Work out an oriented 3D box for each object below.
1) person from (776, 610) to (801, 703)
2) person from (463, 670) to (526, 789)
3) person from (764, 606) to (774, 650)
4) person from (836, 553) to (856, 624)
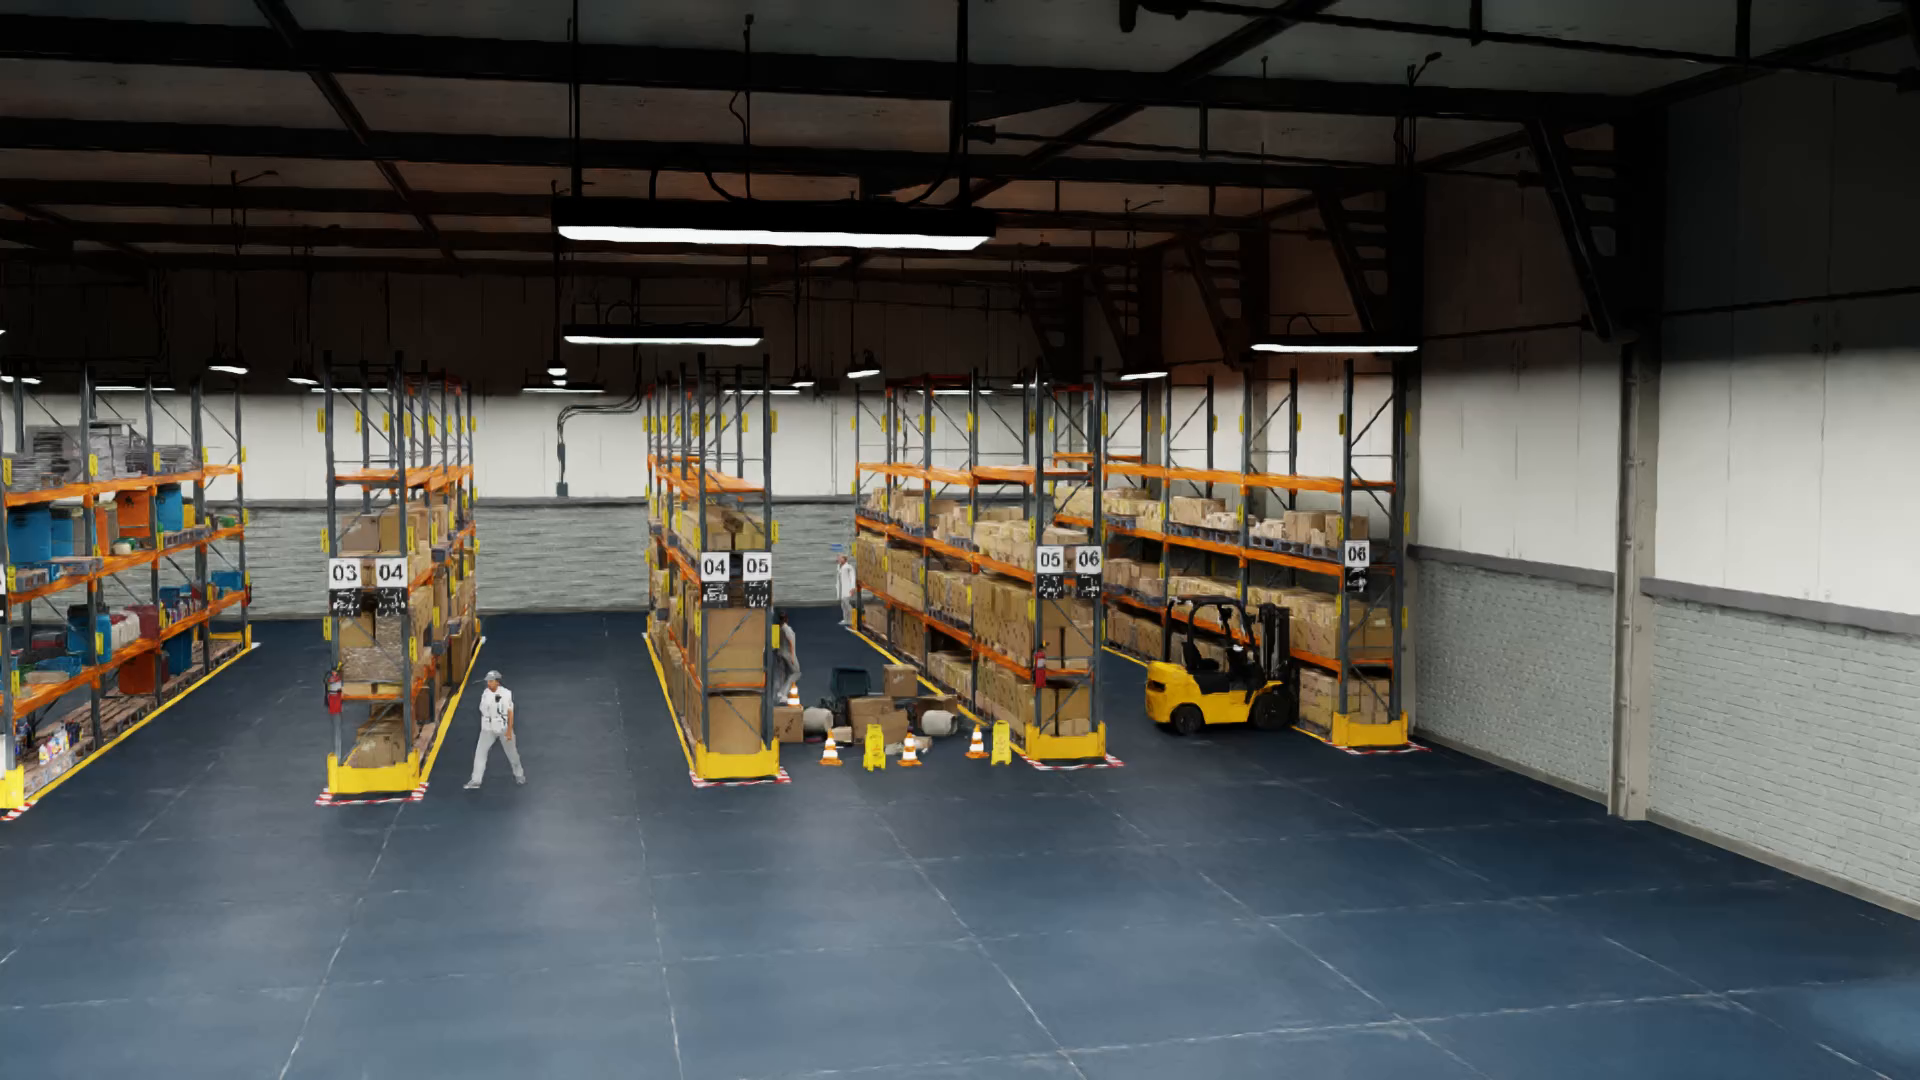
[{"bbox_3d":[-3.129,2.094,29.820,0.430,1.667,0.499,-4,6,-44],"label":"person"},{"bbox_3d":[-6.379,2.591,22.865,0.597,1.616,0.892,1,4,12],"label":"person"},{"bbox_3d":[-4.317,1.629,36.856,0.527,1.592,0.522,1,4,17],"label":"person"},{"bbox_3d":[-2.842,1.221,41.466,0.687,1.773,0.454,4,6,44],"label":"person"}]
